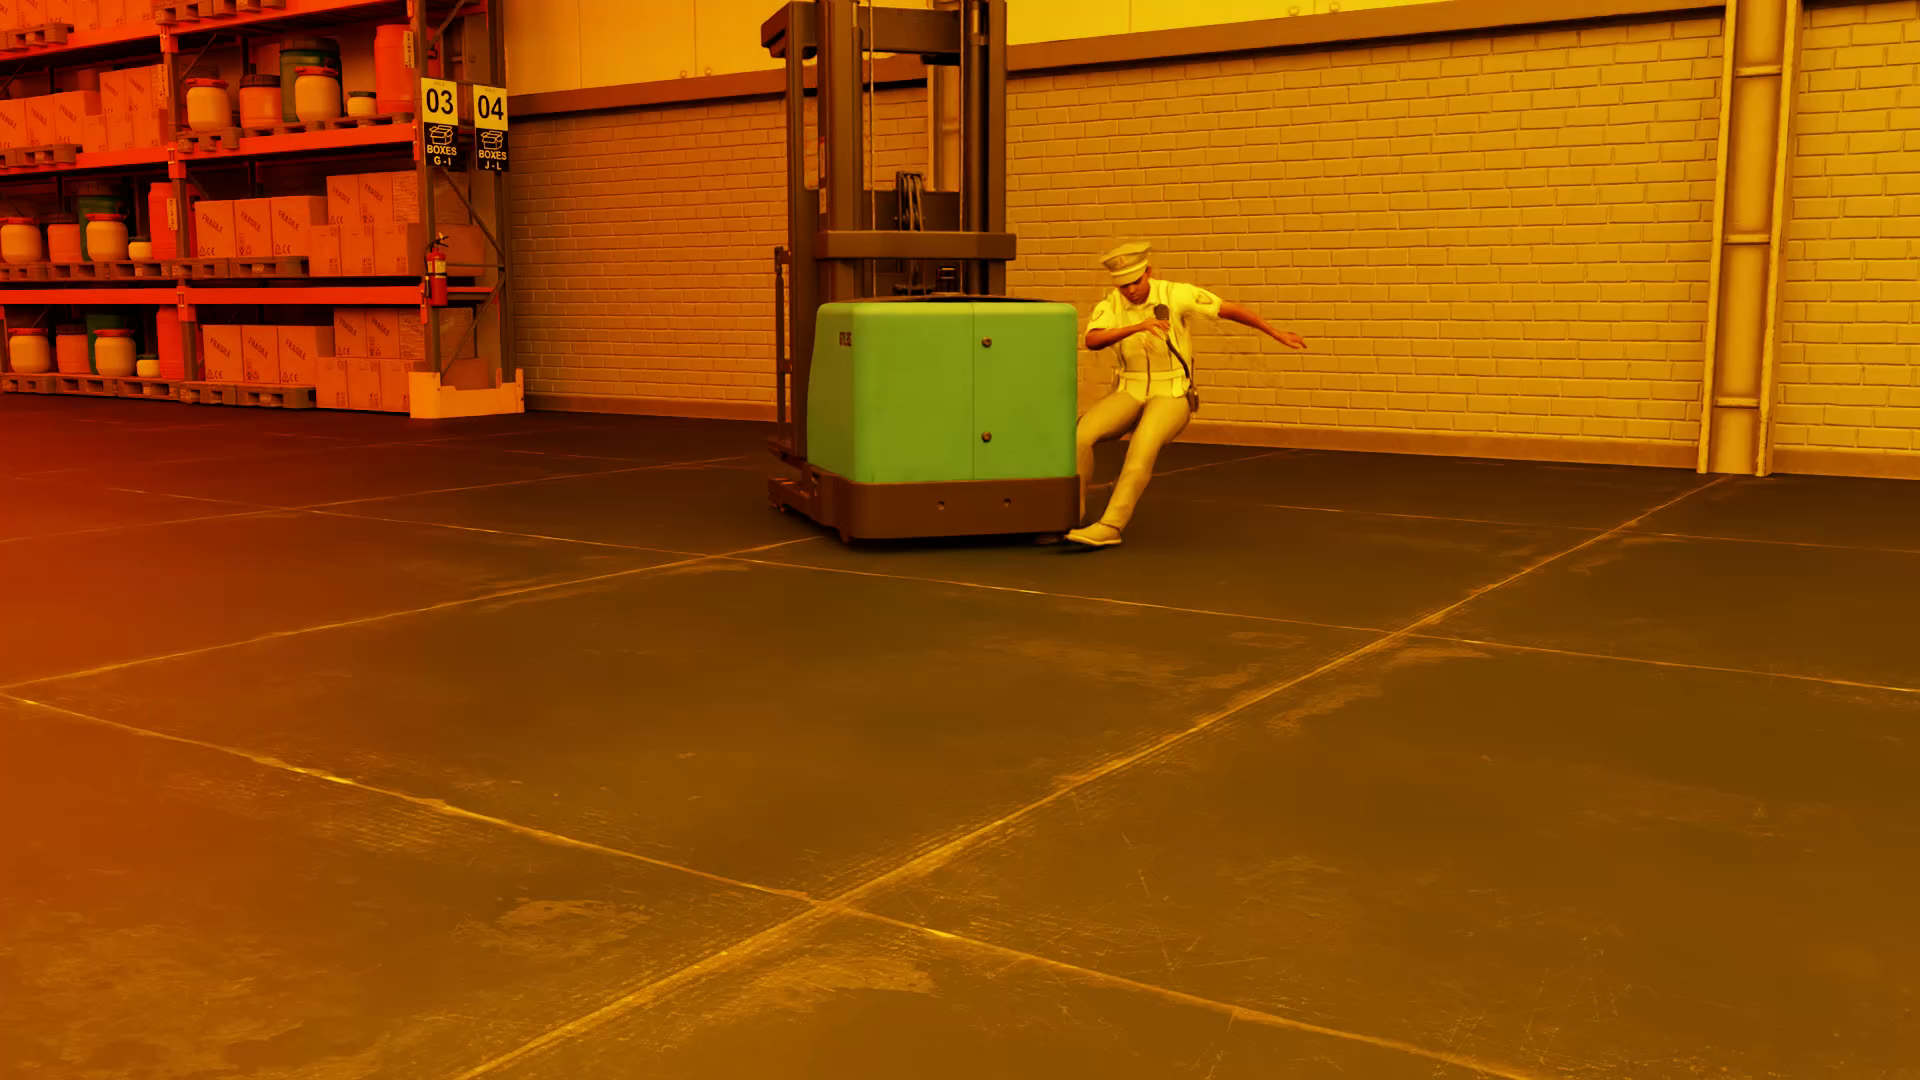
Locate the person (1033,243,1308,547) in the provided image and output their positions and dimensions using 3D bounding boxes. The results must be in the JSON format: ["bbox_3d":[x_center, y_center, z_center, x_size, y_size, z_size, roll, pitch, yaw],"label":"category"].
[{"bbox_3d":[0.918,-0.631,7.440,1.125,1.383,0.889,3,9,20],"label":"person"}]

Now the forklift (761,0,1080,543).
[{"bbox_3d":[-0.385,-1.604,8.476,1.130,2.935,3.031,-2,8,-17],"label":"forklift"}]
